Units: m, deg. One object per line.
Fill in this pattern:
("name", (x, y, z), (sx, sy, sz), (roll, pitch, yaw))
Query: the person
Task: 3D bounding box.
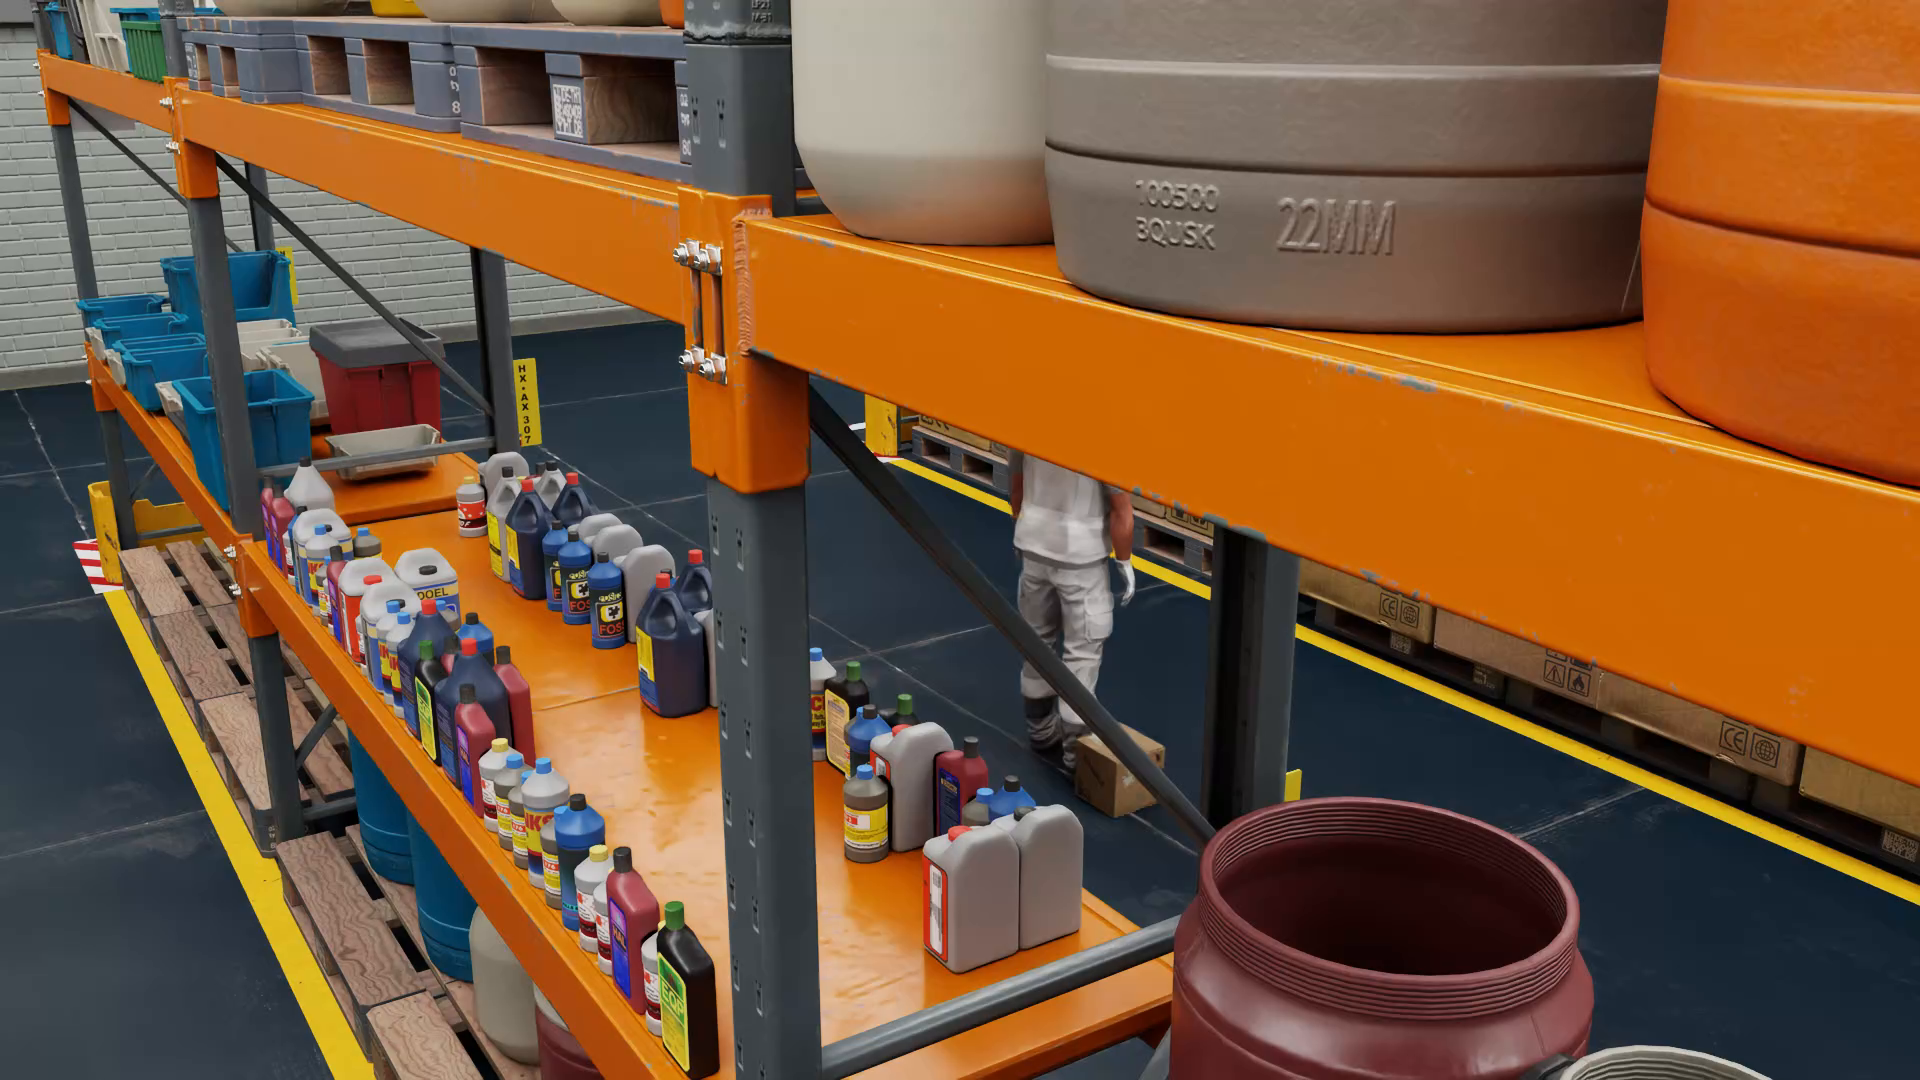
("person", (0.465, 0.056, 6.741), (0.594, 1.794, 0.467), (12, 22, 33))
